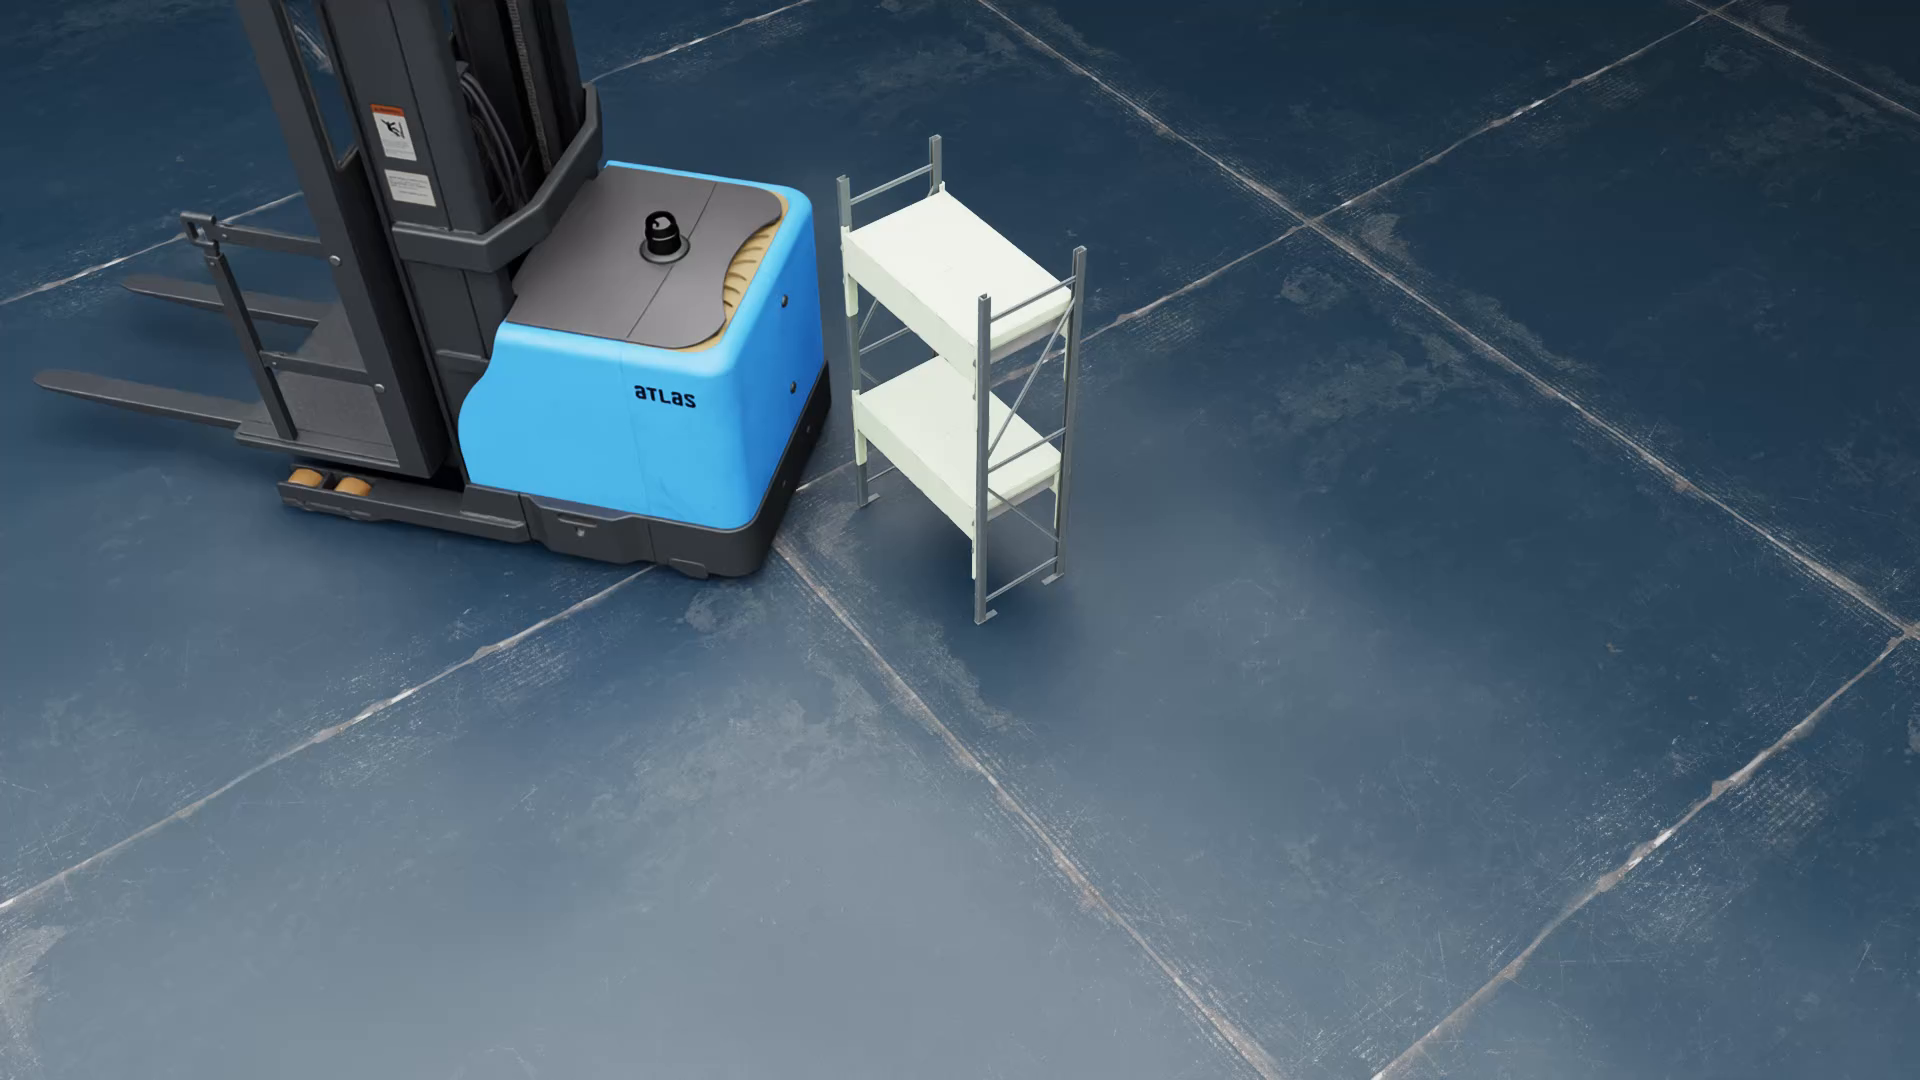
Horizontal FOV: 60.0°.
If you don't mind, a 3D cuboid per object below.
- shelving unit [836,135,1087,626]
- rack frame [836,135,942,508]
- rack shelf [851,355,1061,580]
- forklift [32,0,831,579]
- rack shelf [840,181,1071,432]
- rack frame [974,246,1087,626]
[{"bbox_3d":[-0.004,-0.508,5.698,0.431,1.500,0.755,-29,54,-24],"label":"shelving unit"},{"bbox_3d":[-0.226,-0.723,5.894,0.400,1.500,0.023,-29,54,-24],"label":"rack frame"},{"bbox_3d":[-0.004,-0.289,5.939,0.431,0.370,0.720,-29,54,-24],"label":"rack shelf"},{"bbox_3d":[-2.088,-1.430,5.568,3.031,2.935,1.130,10,49,9],"label":"forklift"},{"bbox_3d":[-0.004,-0.770,5.409,0.431,0.370,0.720,-29,54,-24],"label":"rack shelf"},{"bbox_3d":[0.218,-0.292,5.502,0.400,1.500,0.023,-29,54,-24],"label":"rack frame"}]
